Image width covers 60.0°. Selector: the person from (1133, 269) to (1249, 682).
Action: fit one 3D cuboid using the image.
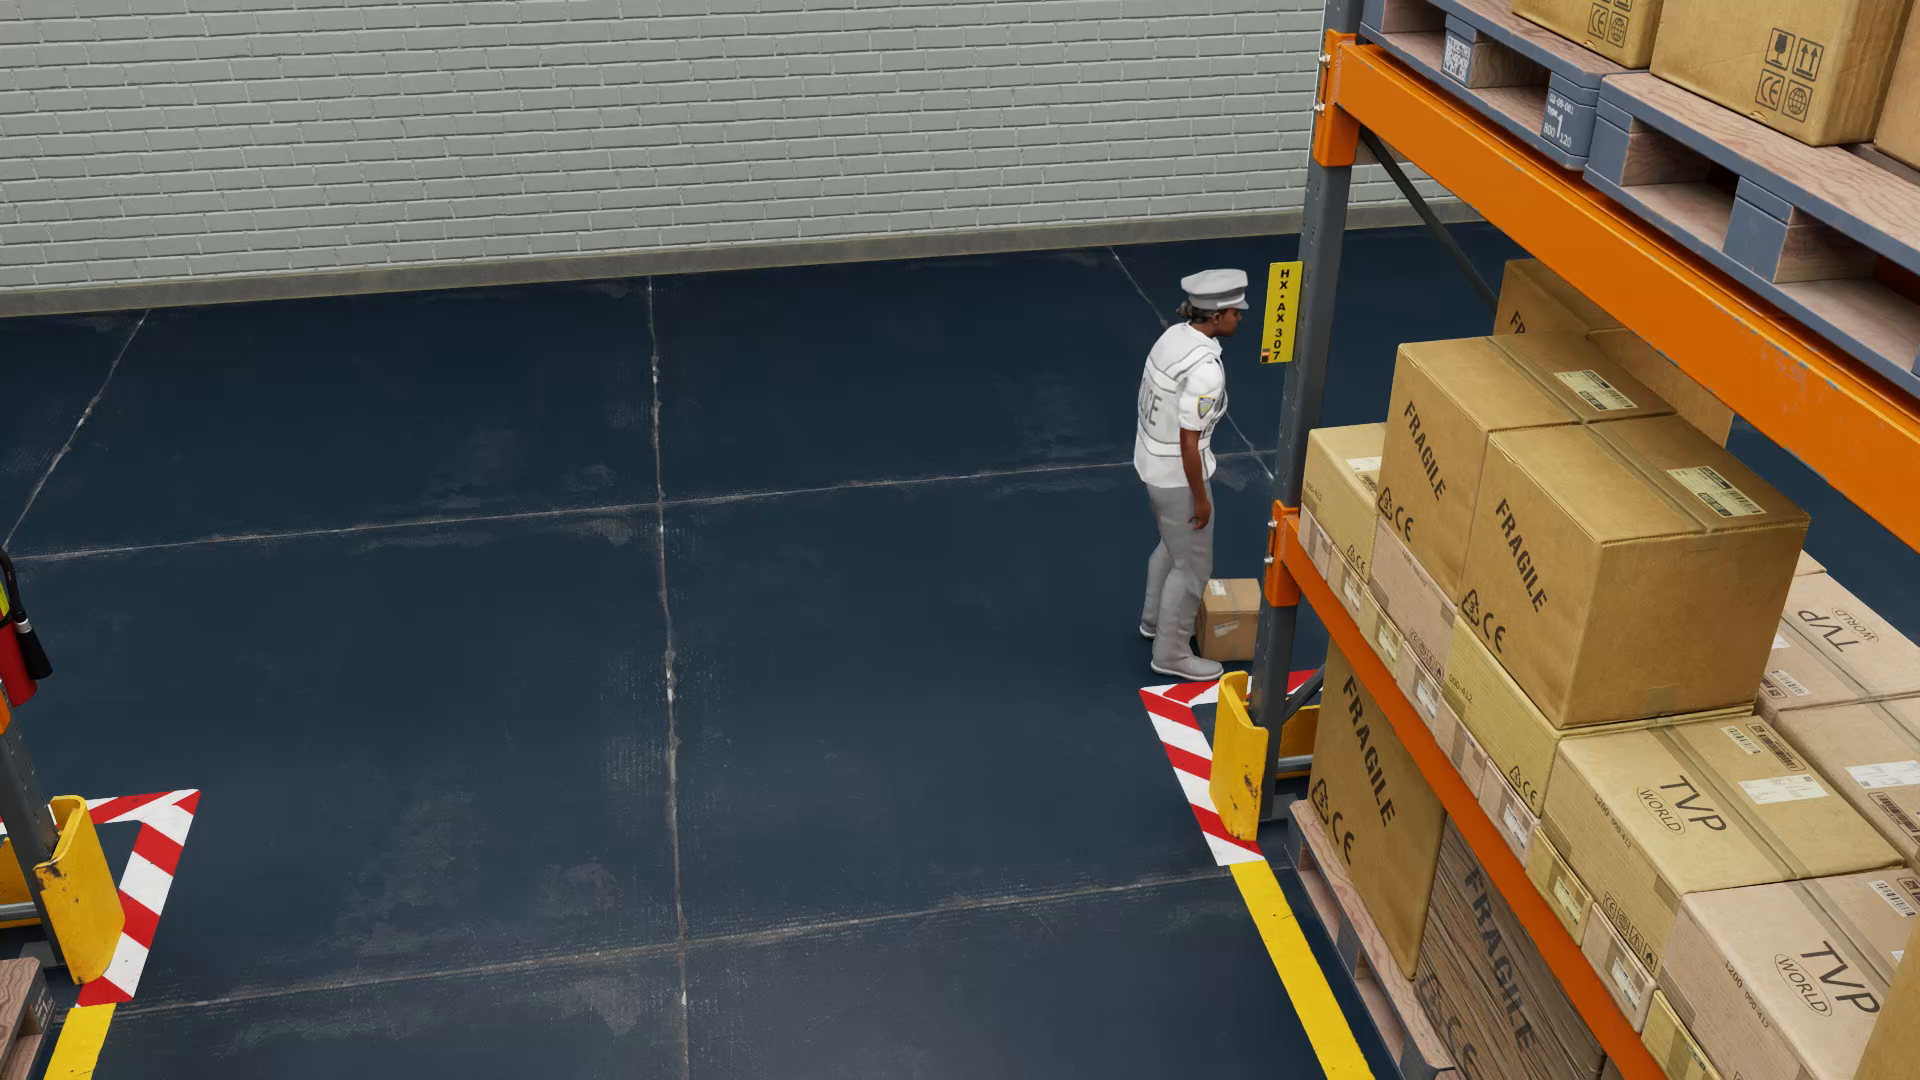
[{"bbox_3d":[0.892,-0.255,6.563,0.397,1.656,0.518,-3,31,-5],"label":"person"}]
